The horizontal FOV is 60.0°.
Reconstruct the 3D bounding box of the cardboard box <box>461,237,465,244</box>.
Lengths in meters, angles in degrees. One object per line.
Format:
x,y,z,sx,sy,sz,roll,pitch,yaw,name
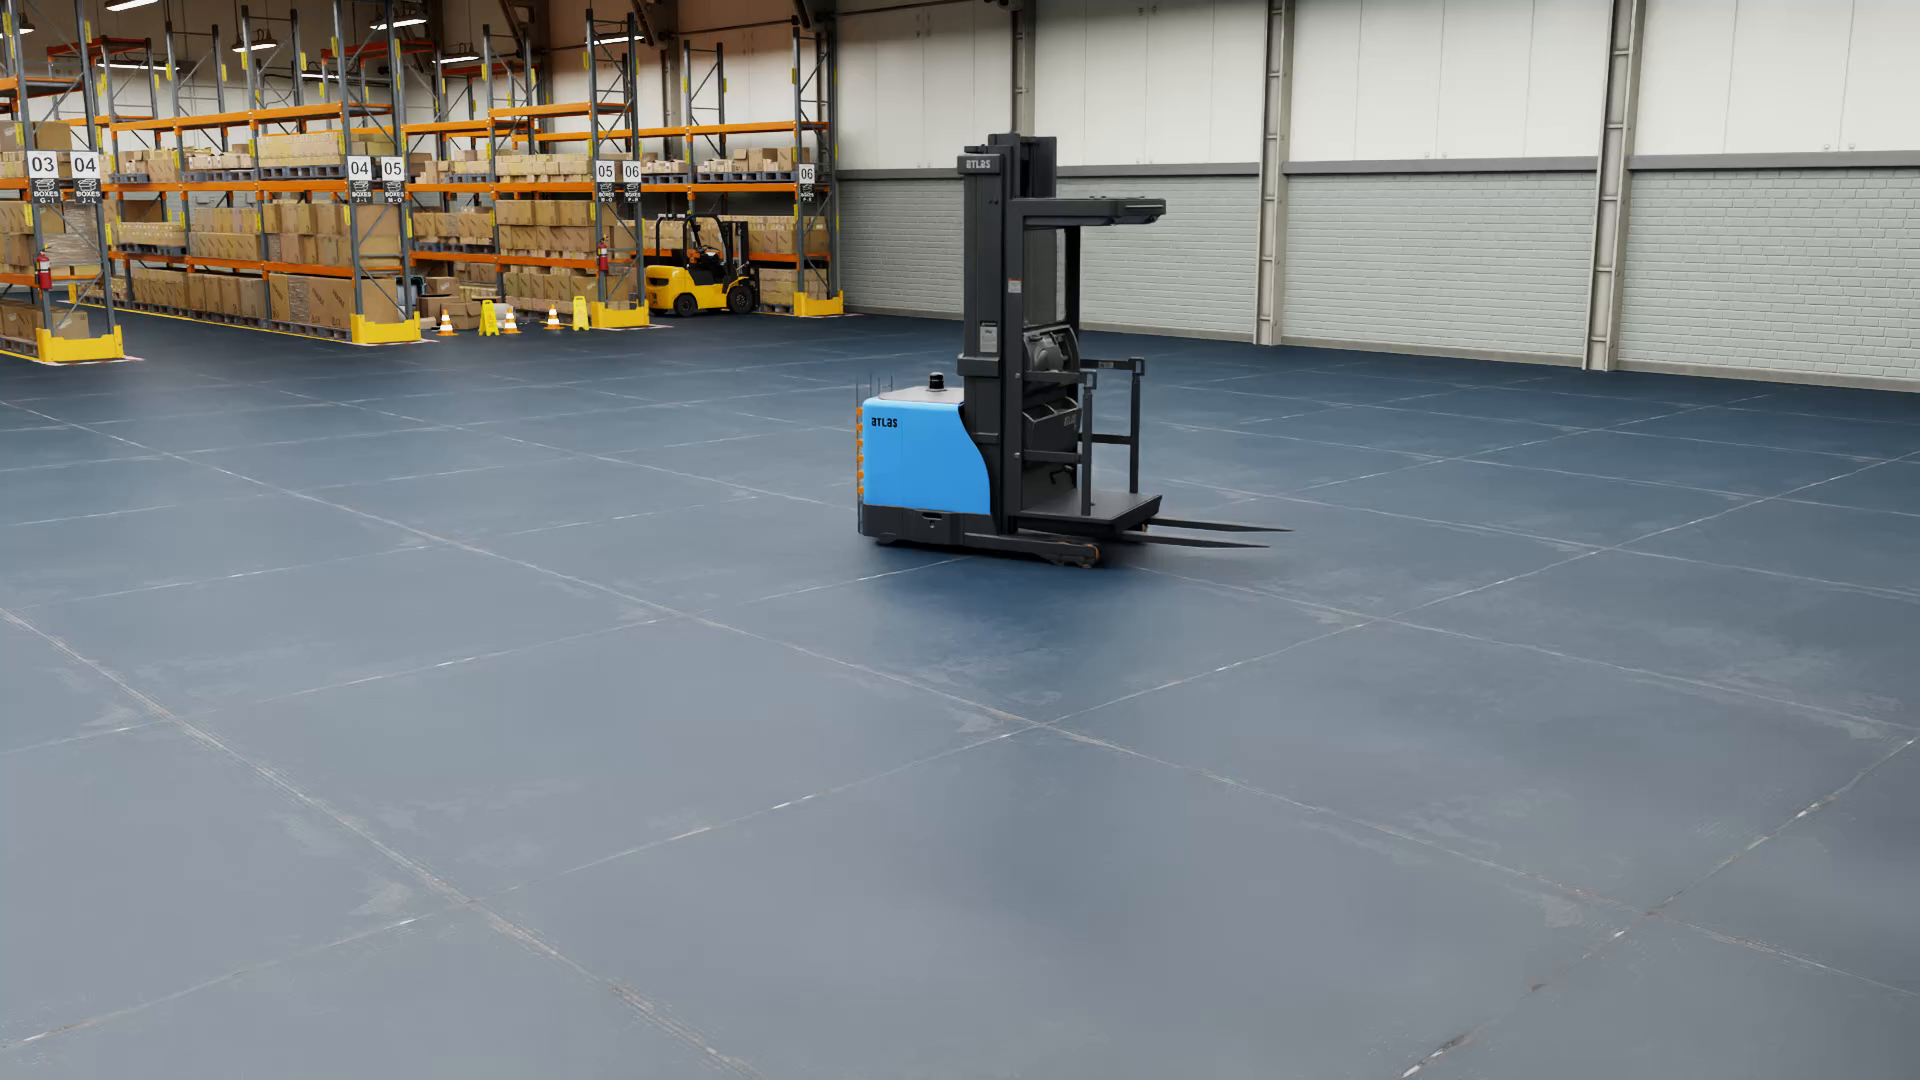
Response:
-10.700,-6.564,36.419,0.380,0.149,0.250,-11,16,-43,cardboard box

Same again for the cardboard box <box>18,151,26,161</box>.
-14.274,-5.917,25.647,0.380,0.149,0.250,-11,16,-43,cardboard box

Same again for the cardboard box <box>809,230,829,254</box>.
-3.243,-6.562,36.580,0.500,0.500,0.500,-10,15,-41,cardboard box

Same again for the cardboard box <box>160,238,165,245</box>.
-16.745,-6.337,35.320,0.380,0.149,0.250,-11,16,-42,cardboard box

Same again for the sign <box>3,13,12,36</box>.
-14.272,-7.728,24.912,0.100,0.325,0.005,-11,16,-43,sign

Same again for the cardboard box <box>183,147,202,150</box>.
-16.365,-8.270,35.541,0.396,0.266,0.258,-11,16,-43,cardboard box

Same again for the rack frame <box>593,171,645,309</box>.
-6.689,-5.710,32.692,1.000,3.000,0.127,-11,16,-43,rack frame

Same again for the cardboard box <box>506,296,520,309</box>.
-9.239,-5.029,35.160,0.500,0.250,0.500,11,16,43,cardboard box

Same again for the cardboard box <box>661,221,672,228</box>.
-6.860,-7.469,39.378,0.250,0.149,0.380,11,16,43,cardboard box

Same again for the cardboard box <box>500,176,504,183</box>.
-9.413,-7.559,34.857,0.380,0.149,0.250,-11,16,-43,cardboard box

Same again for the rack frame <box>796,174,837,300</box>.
-3.102,-6.402,36.052,1.000,3.000,0.127,-11,16,-43,rack frame

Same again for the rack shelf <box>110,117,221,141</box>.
-17.105,-8.855,35.863,1.077,0.370,4.000,-11,16,-43,rack shelf

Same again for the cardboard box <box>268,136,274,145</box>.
-12.604,-7.406,30.848,0.380,0.149,0.250,-11,16,-43,cardboard box

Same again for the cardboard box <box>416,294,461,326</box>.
-10.385,-4.592,33.119,0.797,0.637,0.503,-11,16,-43,cardboard box

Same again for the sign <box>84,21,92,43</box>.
-13.464,-7.839,25.648,0.100,0.325,0.005,-11,16,-43,sign

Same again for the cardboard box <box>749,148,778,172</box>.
-4.218,-8.369,36.628,0.700,0.500,0.500,-11,16,-42,cardboard box

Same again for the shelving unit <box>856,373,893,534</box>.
-0.641,-0.648,12.583,0.189,1.200,0.258,5,13,25,shelving unit

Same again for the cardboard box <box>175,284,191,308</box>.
-16.368,-5.214,35.438,0.500,0.500,0.500,-11,16,-43,cardboard box

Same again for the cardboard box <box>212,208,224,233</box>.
-14.715,-6.496,33.784,0.700,0.500,0.500,-11,16,-43,cardboard box

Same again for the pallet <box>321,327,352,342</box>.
-10.808,-3.745,30.067,1.003,0.211,1.213,-11,16,-43,pallet

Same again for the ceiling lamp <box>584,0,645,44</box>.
-7.358,-12.457,36.106,0.800,3.185,2.000,-11,16,-43,ceiling lamp

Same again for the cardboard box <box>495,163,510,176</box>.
-9.345,-7.733,34.711,0.500,0.250,0.500,-11,16,-44,cardboard box

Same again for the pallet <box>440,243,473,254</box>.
-10.817,-6.500,37.004,1.003,0.211,1.213,-11,16,-43,pallet

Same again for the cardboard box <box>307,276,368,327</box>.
-11.325,-4.388,30.502,0.875,0.875,0.875,-11,16,-43,cardboard box

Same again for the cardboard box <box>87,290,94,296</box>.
-20.605,-5.914,39.707,0.380,0.149,0.250,-11,16,-42,cardboard box

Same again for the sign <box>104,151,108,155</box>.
-20.833,-9.318,40.575,0.100,0.325,0.005,-11,16,-43,sign

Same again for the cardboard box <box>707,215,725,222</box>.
-5.600,-7.387,38.241,0.380,0.149,0.250,-11,16,-42,cardboard box

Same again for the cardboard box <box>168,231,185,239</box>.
-16.394,-6.410,34.934,0.380,0.149,0.250,-10,16,-41,cardboard box

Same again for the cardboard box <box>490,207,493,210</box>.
-10.345,-7.274,36.650,0.380,0.149,0.250,-10,15,-39,cardboard box

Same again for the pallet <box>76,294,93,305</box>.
-20.661,-5.840,40.234,1.003,0.211,1.213,-11,16,-43,pallet

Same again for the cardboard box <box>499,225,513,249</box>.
-9.349,-6.385,34.985,0.500,0.500,0.500,-11,16,-43,cardboard box

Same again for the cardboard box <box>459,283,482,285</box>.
-11.315,-5.606,37.657,0.950,0.372,0.625,-11,16,-44,cardboard box

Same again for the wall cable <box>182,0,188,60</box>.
-22.626,-14.860,45.883,2.355,3.000,0.029,-11,16,-43,wall cable

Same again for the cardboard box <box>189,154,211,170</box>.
-15.383,-7.717,33.931,0.500,0.311,0.500,-11,16,-42,cardboard box

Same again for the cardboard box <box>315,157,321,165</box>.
-11.199,-6.719,29.489,0.380,0.149,0.250,-11,16,-42,cardboard box

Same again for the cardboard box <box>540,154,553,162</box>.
-8.219,-7.674,33.437,0.380,0.149,0.250,-10,16,-41,cardboard box

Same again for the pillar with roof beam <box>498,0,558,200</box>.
-14.331,-10.719,42.138,9.100,9.000,0.548,-11,16,-43,pillar with roof beam

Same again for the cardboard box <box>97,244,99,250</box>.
-19.985,-6.861,38.901,0.380,0.149,0.250,-10,16,-41,cardboard box

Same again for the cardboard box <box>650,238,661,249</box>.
-7.073,-7.099,39.805,0.500,0.250,0.500,-11,16,-42,cardboard box

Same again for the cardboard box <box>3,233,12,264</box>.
-14.962,-4.743,27.013,0.875,0.500,0.500,-11,16,-43,cardboard box

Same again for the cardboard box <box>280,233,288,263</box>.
-12.302,-5.533,31.463,0.875,0.550,0.550,-11,16,-43,cardboard box

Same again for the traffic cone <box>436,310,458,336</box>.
-9.539,-4.038,30.865,0.336,0.463,0.334,-11,16,-43,traffic cone

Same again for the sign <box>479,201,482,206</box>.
-13.736,-9.533,47.598,0.100,0.325,0.005,-11,16,-43,sign

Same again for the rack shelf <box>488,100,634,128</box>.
-8.070,-8.586,33.576,1.077,0.370,4.000,-11,16,-43,rack shelf

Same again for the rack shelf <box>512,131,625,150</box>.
-10.007,-10.251,42.643,1.077,0.370,4.000,-11,16,-43,rack shelf

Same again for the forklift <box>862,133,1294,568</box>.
0.836,-1.365,11.774,3.031,2.935,1.130,5,13,25,forklift

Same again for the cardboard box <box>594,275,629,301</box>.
-7.063,-5.096,33.626,0.500,0.500,0.500,11,16,43,cardboard box

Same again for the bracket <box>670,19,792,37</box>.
-5.253,-11.718,38.065,0.076,0.066,4.783,-11,16,-43,bracket

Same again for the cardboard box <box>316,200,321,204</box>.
-15.875,-8.444,41.629,0.380,0.149,0.250,-11,16,-43,cardboard box

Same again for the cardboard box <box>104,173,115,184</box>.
-19.021,-8.186,37.650,0.500,0.250,0.500,-10,16,-41,cardboard box

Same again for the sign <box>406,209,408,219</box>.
-12.613,-7.367,37.864,0.100,0.325,0.005,-11,16,-43,sign
